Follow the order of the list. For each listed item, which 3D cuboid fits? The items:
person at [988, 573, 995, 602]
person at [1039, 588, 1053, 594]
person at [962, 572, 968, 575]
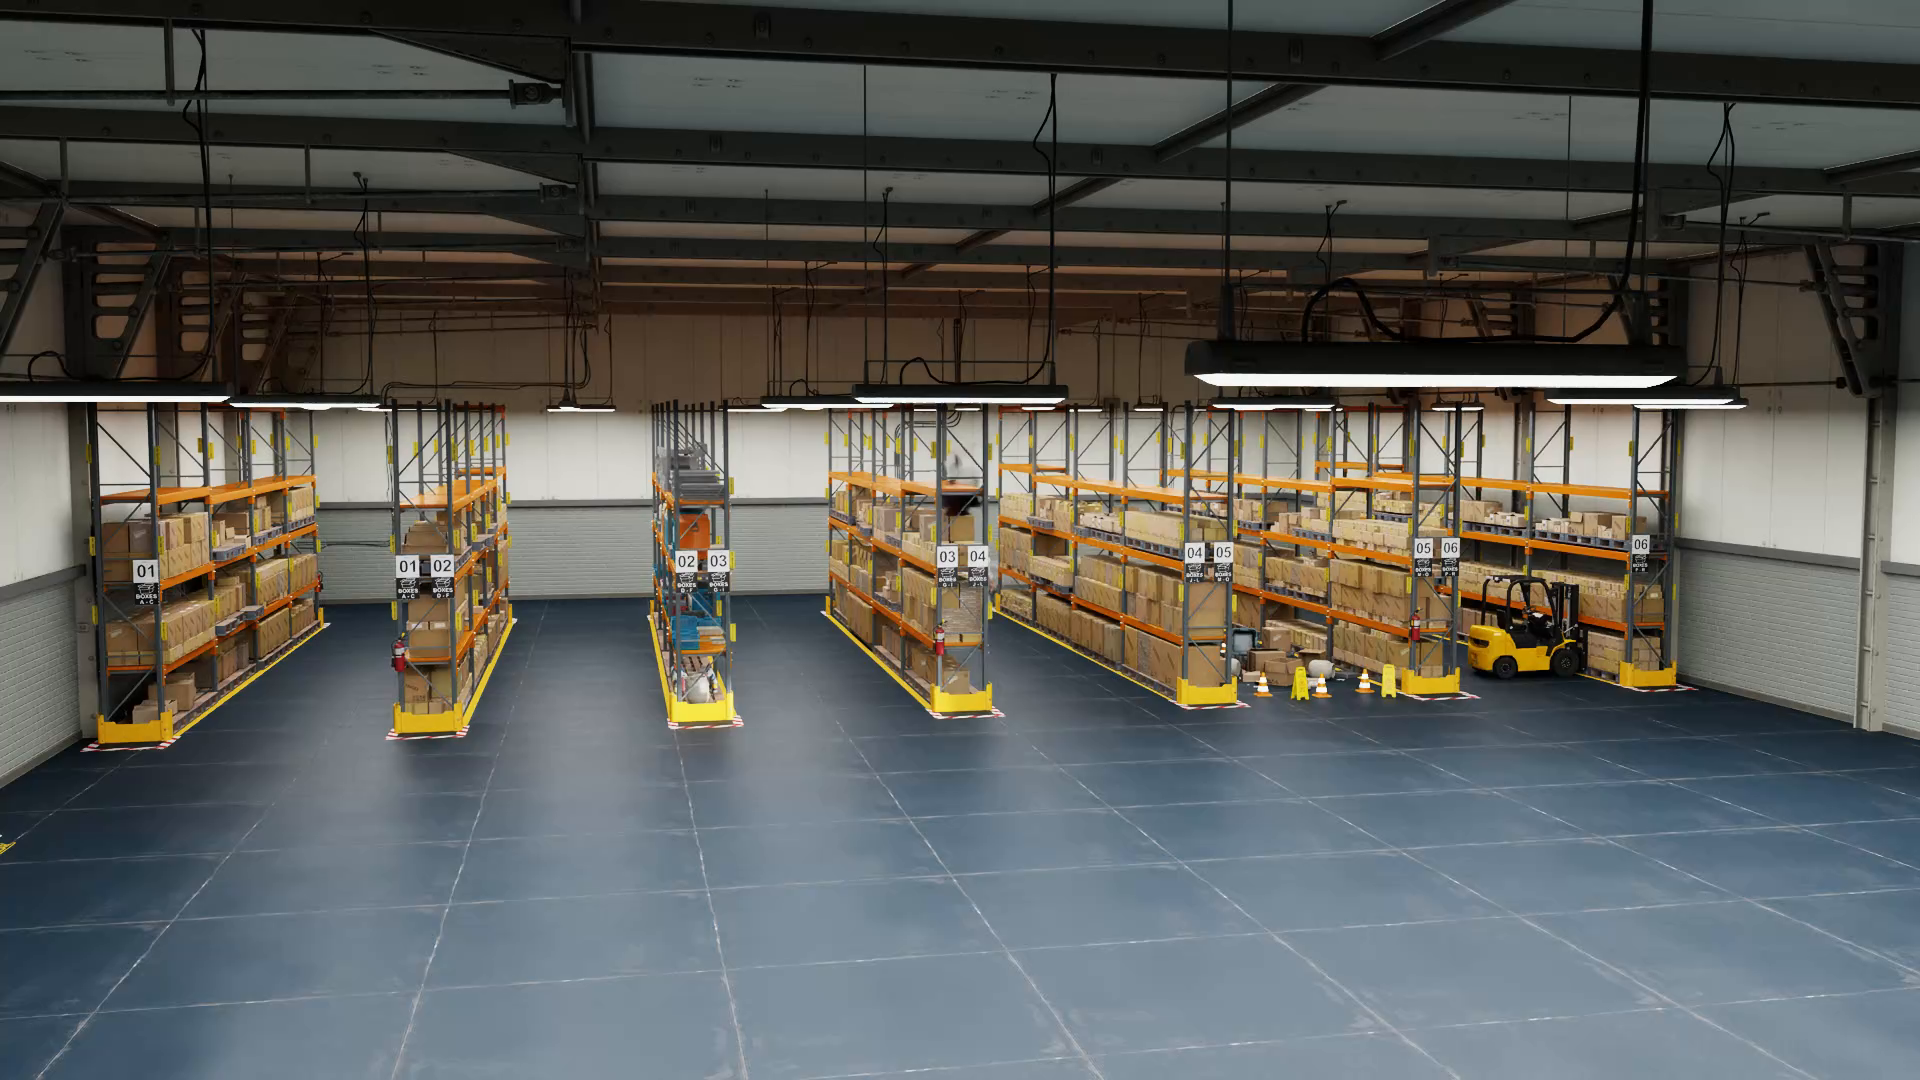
[{"bbox_3d":[0.631,1.489,44.776,0.655,1.743,0.652,-1,4,-8],"label":"person"},{"bbox_3d":[2.636,1.193,49.513,0.676,1.661,0.649,-4,6,-39],"label":"person"},{"bbox_3d":[-0.005,1.289,47.825,0.602,1.690,0.857,1,4,9],"label":"person"}]
